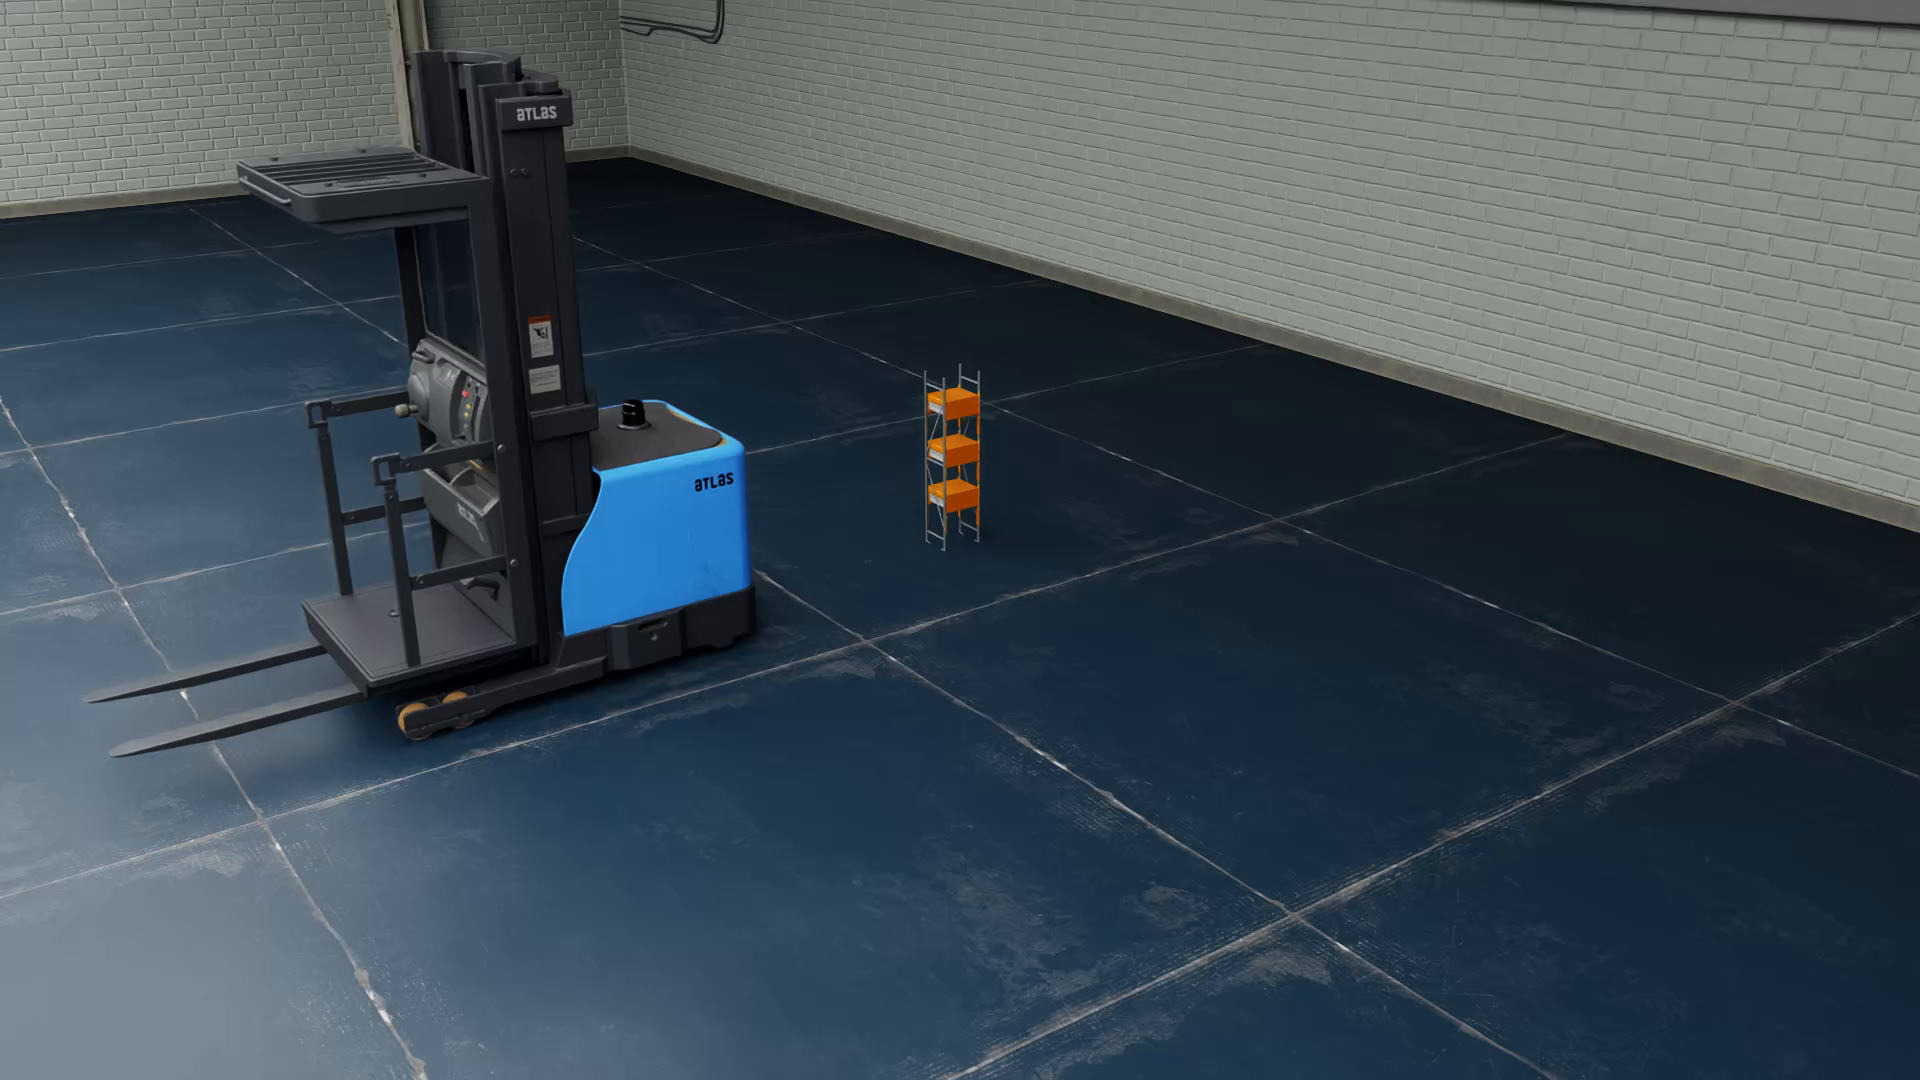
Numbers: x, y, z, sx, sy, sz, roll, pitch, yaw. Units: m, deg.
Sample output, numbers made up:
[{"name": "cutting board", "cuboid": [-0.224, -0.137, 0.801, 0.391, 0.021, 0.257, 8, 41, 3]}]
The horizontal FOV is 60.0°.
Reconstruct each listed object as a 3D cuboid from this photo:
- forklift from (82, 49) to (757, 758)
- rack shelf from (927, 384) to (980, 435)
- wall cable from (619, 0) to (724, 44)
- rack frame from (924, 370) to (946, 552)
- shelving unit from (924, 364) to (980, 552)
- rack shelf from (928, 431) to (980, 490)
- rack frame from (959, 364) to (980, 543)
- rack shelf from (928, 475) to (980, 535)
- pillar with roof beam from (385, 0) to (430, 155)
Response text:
[{"name": "forklift", "cuboid": [-2.542, -0.668, 7.617, 3.031, 2.935, 1.130, -15, 26, -33]}, {"name": "rack shelf", "cuboid": [-0.043, -0.730, 9.572, 0.240, 0.259, 0.215, -15, 26, -33]}, {"name": "wall cable", "cuboid": [-3.833, -7.711, 21.267, 0.112, 2.526, 3.097, -15, 26, -33]}, {"name": "rack frame", "cuboid": [-0.142, -0.450, 9.607, 0.008, 1.050, 0.200, -15, 26, -33]}, {"name": "shelving unit", "cuboid": [-0.043, -0.476, 9.673, 0.252, 1.050, 0.215, -15, 26, -33]}, {"name": "rack shelf", "cuboid": [-0.043, -0.466, 9.677, 0.240, 0.259, 0.215, -15, 26, -33]}, {"name": "rack frame", "cuboid": [0.056, -0.502, 9.739, 0.008, 1.050, 0.200, -15, 26, -33]}, {"name": "rack shelf", "cuboid": [-0.043, -0.208, 9.780, 0.240, 0.259, 0.215, -15, 26, -33]}, {"name": "pillar with roof beam", "cuboid": [-4.482, -7.618, 16.845, 0.400, 9.000, 9.100, -15, 26, -33]}]
